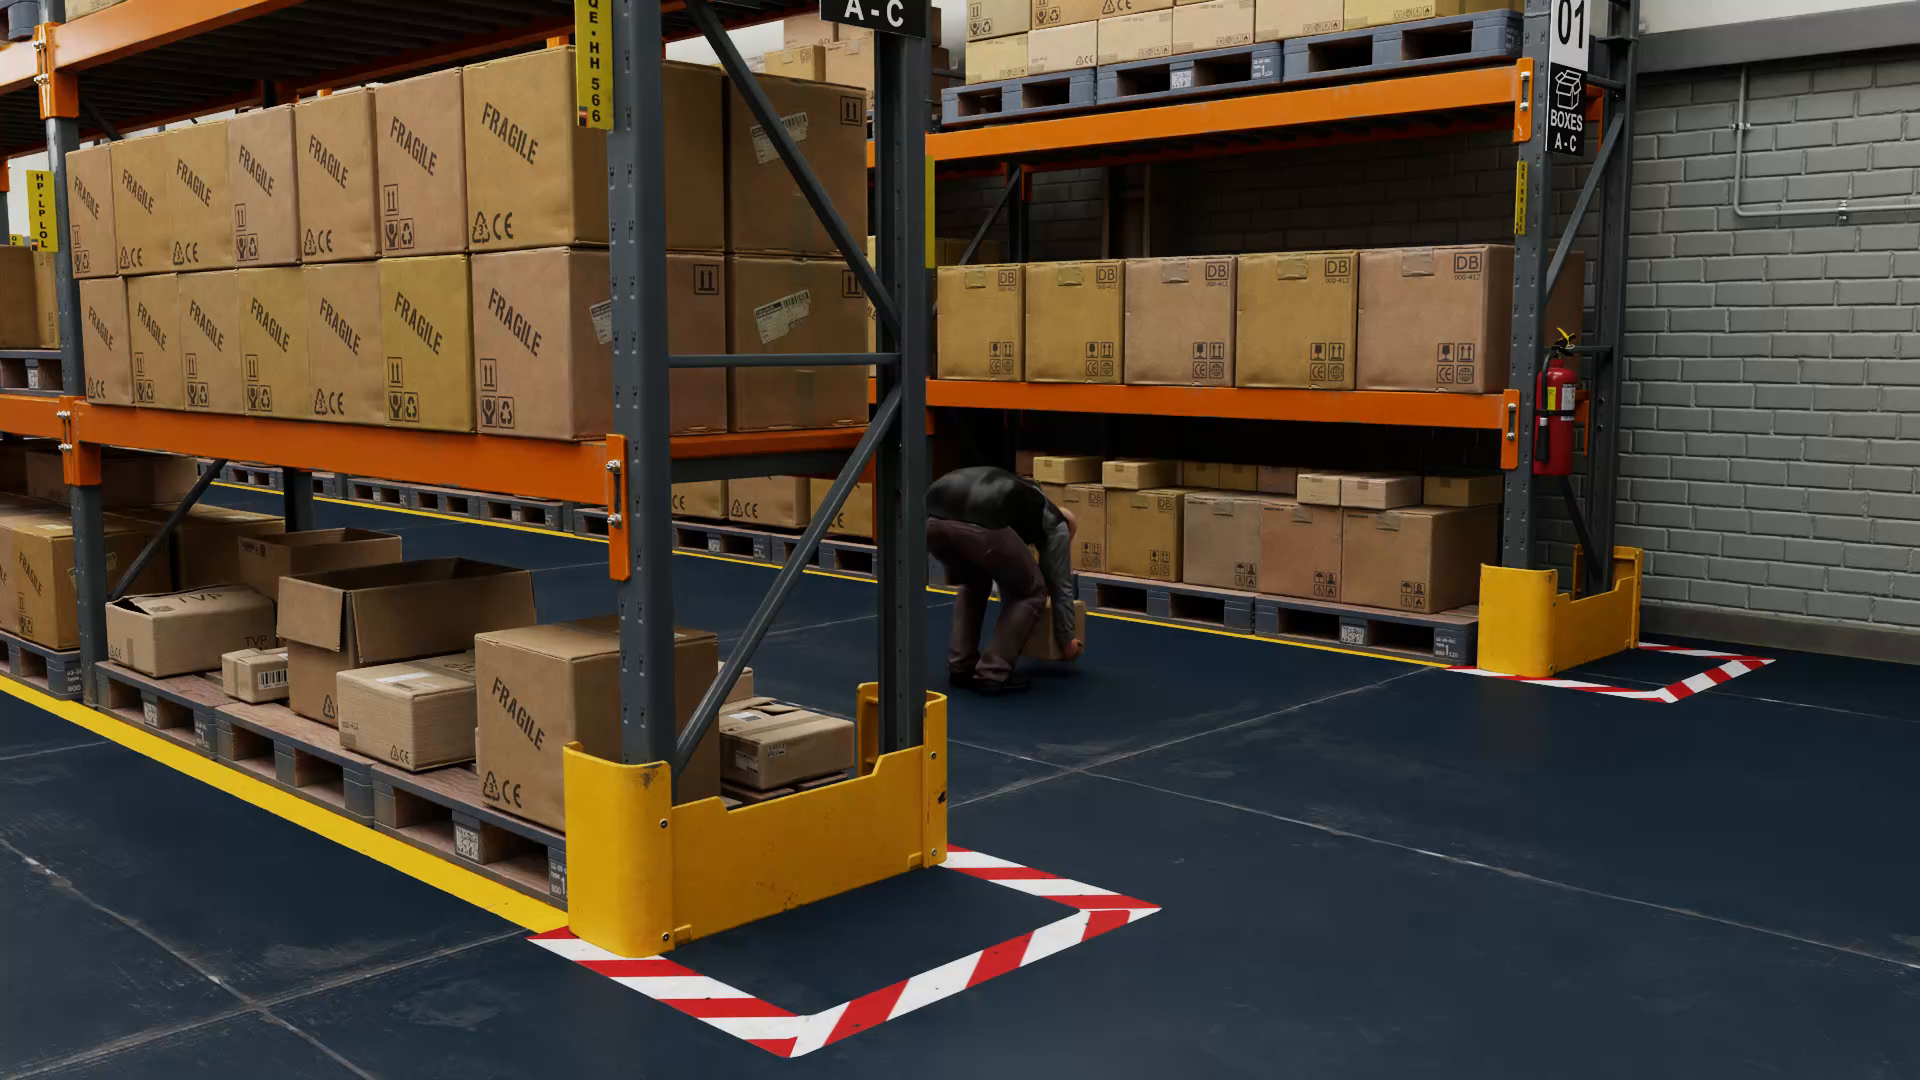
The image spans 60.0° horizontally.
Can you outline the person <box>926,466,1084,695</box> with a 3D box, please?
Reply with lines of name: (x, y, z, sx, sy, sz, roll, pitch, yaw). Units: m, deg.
person: (0.217, 0.152, 7.576, 0.492, 1.001, 0.946, 6, 9, 41)
